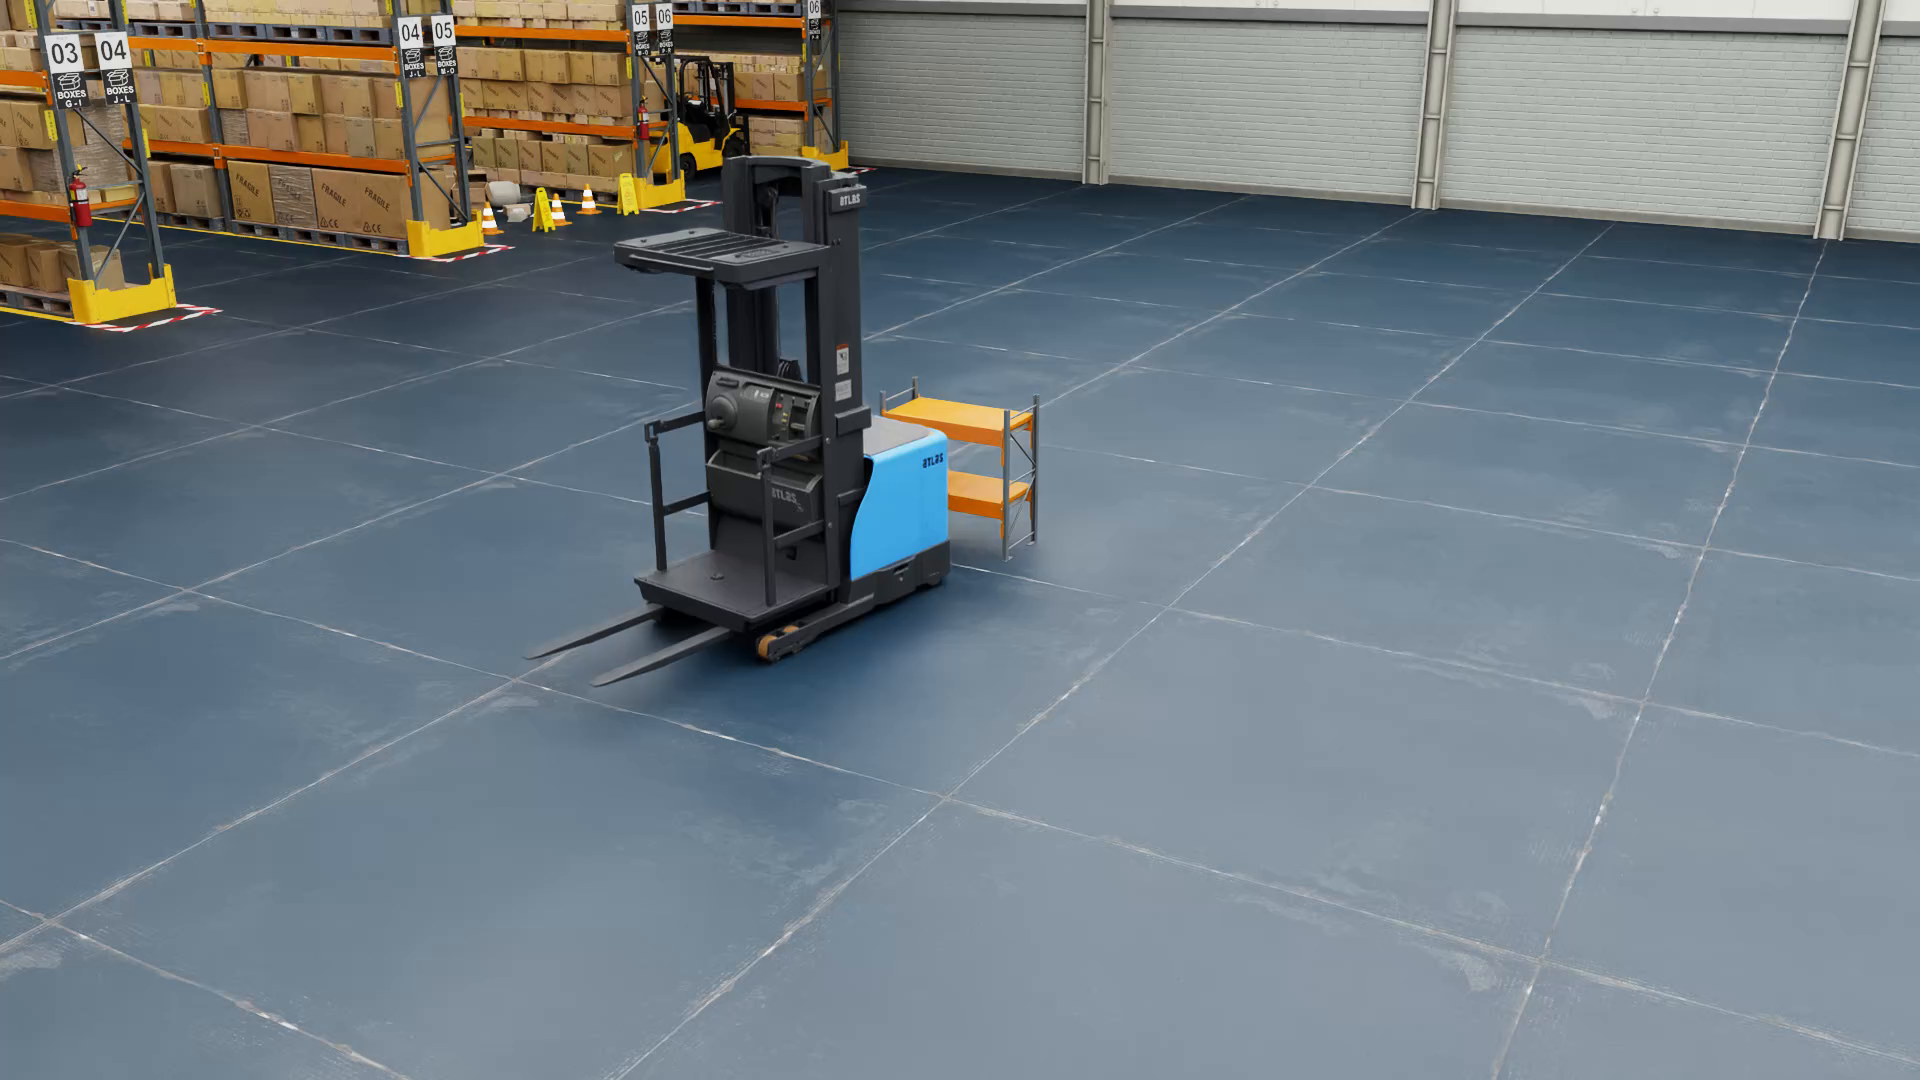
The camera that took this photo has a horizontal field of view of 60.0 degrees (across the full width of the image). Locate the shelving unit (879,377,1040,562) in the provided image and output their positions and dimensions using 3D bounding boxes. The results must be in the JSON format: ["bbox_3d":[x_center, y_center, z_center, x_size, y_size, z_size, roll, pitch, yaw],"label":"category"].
[{"bbox_3d":[-0.006,-0.530,12.176,1.048,1.125,0.538,11,23,27],"label":"shelving unit"}]

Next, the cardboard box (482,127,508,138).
[{"bbox_3d":[-8.049,-7.055,28.781,0.250,0.149,0.380,11,23,28],"label":"cardboard box"}]

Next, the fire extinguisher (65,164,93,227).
[{"bbox_3d":[-9.978,-3.902,18.836,0.183,0.674,0.296,11,23,27],"label":"fire extinguisher"}]

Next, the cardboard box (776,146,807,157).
[{"bbox_3d":[-3.167,-7.412,31.816,0.500,0.250,0.500,11,23,28],"label":"cardboard box"}]

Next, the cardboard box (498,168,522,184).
[{"bbox_3d":[-7.658,-6.351,28.891,0.500,0.250,0.500,12,23,30],"label":"cardboard box"}]

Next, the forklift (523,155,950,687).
[{"bbox_3d":[-1.381,-0.813,10.309,1.130,2.935,3.031,15,25,36],"label":"forklift"}]

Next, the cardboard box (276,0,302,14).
[{"bbox_3d":[-9.224,-7.527,23.340,0.500,0.250,0.500,11,23,28],"label":"cardboard box"}]

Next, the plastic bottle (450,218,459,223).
[{"bbox_3d":[-8.040,-5.032,26.148,0.283,0.061,0.133,3,20,9],"label":"plastic bottle"}]

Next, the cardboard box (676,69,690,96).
[{"bbox_3d":[-5.372,-9.002,32.636,0.500,0.500,0.500,11,23,28],"label":"cardboard box"}]

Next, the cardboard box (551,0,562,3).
[{"bbox_3d":[-6.520,-8.923,27.365,0.250,0.149,0.380,10,22,26],"label":"cardboard box"}]

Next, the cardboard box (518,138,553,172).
[{"bbox_3d":[-7.204,-6.617,28.523,0.500,0.500,0.500,12,23,30],"label":"cardboard box"}]

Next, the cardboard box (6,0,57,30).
[{"bbox_3d":[-11.018,-6.254,19.492,0.500,0.500,0.500,11,23,27],"label":"cardboard box"}]

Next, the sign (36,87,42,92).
[{"bbox_3d":[-14.587,-7.229,26.312,0.005,0.325,0.100,11,23,27],"label":"sign"}]

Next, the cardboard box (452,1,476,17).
[{"bbox_3d":[-8.262,-9.035,28.258,0.500,0.250,0.500,10,22,26],"label":"cardboard box"}]

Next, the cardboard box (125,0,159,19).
[{"bbox_3d":[-12.476,-8.058,25.150,0.500,0.311,0.500,10,22,25],"label":"cardboard box"}]

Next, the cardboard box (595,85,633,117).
[{"bbox_3d":[-5.629,-7.240,27.342,0.500,0.500,0.500,10,22,26],"label":"cardboard box"}]

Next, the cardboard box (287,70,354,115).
[{"bbox_3d":[-9.125,-6.453,23.951,0.500,0.550,0.875,11,23,27],"label":"cardboard box"}]

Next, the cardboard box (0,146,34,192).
[{"bbox_3d":[-10.815,-4.428,19.592,0.500,0.500,0.875,11,23,27],"label":"cardboard box"}]

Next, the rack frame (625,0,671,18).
[{"bbox_3d":[-5.021,-9.865,26.364,0.127,3.000,1.000,11,23,27],"label":"rack frame"}]

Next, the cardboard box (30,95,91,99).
[{"bbox_3d":[-10.634,-5.009,19.726,0.500,0.500,0.500,11,23,27],"label":"cardboard box"}]

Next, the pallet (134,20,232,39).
[{"bbox_3d":[-11.663,-7.677,25.013,1.217,0.209,0.805,10,22,25],"label":"pallet"}]

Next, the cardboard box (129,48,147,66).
[{"bbox_3d":[-16.043,-9.554,32.691,0.500,0.500,0.500,11,22,27],"label":"cardboard box"}]

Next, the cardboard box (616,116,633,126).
[{"bbox_3d":[-5.451,-6.925,27.426,0.250,0.149,0.380,12,23,29],"label":"cardboard box"}]

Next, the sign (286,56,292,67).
[{"bbox_3d":[-12.273,-8.754,30.400,0.005,0.325,0.100,11,23,27],"label":"sign"}]

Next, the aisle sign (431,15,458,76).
[{"bbox_3d":[-7.138,-6.854,23.049,0.004,0.787,0.394,11,23,27],"label":"aisle sign"}]

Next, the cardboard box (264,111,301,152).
[{"bbox_3d":[-9.605,-6.023,24.349,0.550,0.550,0.875,11,23,27],"label":"cardboard box"}]

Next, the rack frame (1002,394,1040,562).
[{"bbox_3d":[0.438,-0.445,11.943,0.032,1.125,0.500,11,23,27],"label":"rack frame"}]

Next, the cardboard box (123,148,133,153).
[{"bbox_3d":[-13.843,-5.896,26.905,0.750,0.750,1.050,10,22,27],"label":"cardboard box"}]

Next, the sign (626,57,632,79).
[{"bbox_3d":[-5.309,-7.576,26.689,0.005,0.325,0.100,11,23,27],"label":"sign"}]

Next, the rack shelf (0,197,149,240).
[{"bbox_3d":[-11.600,-4.089,20.294,4.000,0.370,1.077,11,23,27],"label":"rack shelf"}]

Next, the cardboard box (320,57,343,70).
[{"bbox_3d":[-11.266,-8.531,30.286,0.500,0.500,0.500,12,23,30],"label":"cardboard box"}]

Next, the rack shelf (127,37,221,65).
[{"bbox_3d":[-12.585,-7.624,25.640,4.000,0.370,1.077,11,23,27],"label":"rack shelf"}]

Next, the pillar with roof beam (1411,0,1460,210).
[{"bbox_3d":[5.605,-8.450,22.464,0.400,9.000,9.100,11,23,27],"label":"pillar with roof beam"}]

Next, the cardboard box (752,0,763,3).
[{"bbox_3d":[-3.696,-10.204,31.132,0.258,0.266,0.396,11,23,27],"label":"cardboard box"}]

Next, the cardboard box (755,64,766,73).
[{"bbox_3d":[-3.688,-8.989,31.649,0.250,0.149,0.380,11,22,27],"label":"cardboard box"}]

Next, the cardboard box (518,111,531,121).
[{"bbox_3d":[-7.282,-7.228,28.262,0.250,0.149,0.380,11,23,28],"label":"cardboard box"}]

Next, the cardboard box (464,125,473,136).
[{"bbox_3d":[-10.493,-8.968,35.740,0.500,0.500,0.500,10,22,26],"label":"cardboard box"}]

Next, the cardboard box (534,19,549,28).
[{"bbox_3d":[-6.831,-8.555,27.520,0.250,0.149,0.380,10,22,27],"label":"cardboard box"}]

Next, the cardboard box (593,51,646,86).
[{"bbox_3d":[-5.573,-7.722,27.204,0.500,0.500,0.700,10,22,26],"label":"cardboard box"}]

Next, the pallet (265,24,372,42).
[{"bbox_3d":[-9.068,-7.245,23.672,1.213,0.211,1.003,11,23,27],"label":"pallet"}]

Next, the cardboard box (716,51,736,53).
[{"bbox_3d":[-4.567,-9.494,32.606,0.250,0.149,0.380,11,22,27],"label":"cardboard box"}]

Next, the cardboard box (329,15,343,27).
[{"bbox_3d":[-8.467,-7.172,22.945,0.250,0.149,0.380,11,23,28],"label":"cardboard box"}]

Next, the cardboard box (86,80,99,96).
[{"bbox_3d":[-13.501,-7.240,26.314,0.500,0.500,0.700,10,22,27],"label":"cardboard box"}]

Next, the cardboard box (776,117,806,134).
[{"bbox_3d":[-3.157,-7.882,31.644,0.500,0.250,0.500,12,23,29],"label":"cardboard box"}]

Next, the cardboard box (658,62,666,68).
[{"bbox_3d":[-5.718,-9.366,32.689,0.250,0.149,0.380,11,23,29],"label":"cardboard box"}]

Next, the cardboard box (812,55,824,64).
[{"bbox_3d":[-2.792,-9.134,31.613,0.250,0.149,0.380,10,22,26],"label":"cardboard box"}]

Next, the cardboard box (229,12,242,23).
[{"bbox_3d":[-10.242,-7.510,23.876,0.250,0.149,0.380,11,23,27],"label":"cardboard box"}]

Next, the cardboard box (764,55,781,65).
[{"bbox_3d":[-3.491,-9.079,31.461,0.250,0.149,0.380,11,23,28],"label":"cardboard box"}]

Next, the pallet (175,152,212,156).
[{"bbox_3d":[-14.786,-7.624,33.072,1.213,0.211,1.003,11,23,27],"label":"pallet"}]

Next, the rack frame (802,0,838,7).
[{"bbox_3d":[-2.603,-11.343,30.439,0.127,3.000,1.000,11,23,27],"label":"rack frame"}]

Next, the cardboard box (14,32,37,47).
[{"bbox_3d":[-10.418,-5.653,18.787,0.250,0.149,0.380,10,22,26],"label":"cardboard box"}]

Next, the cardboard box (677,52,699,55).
[{"bbox_3d":[-5.288,-9.409,32.371,0.250,0.149,0.380,11,23,28],"label":"cardboard box"}]
